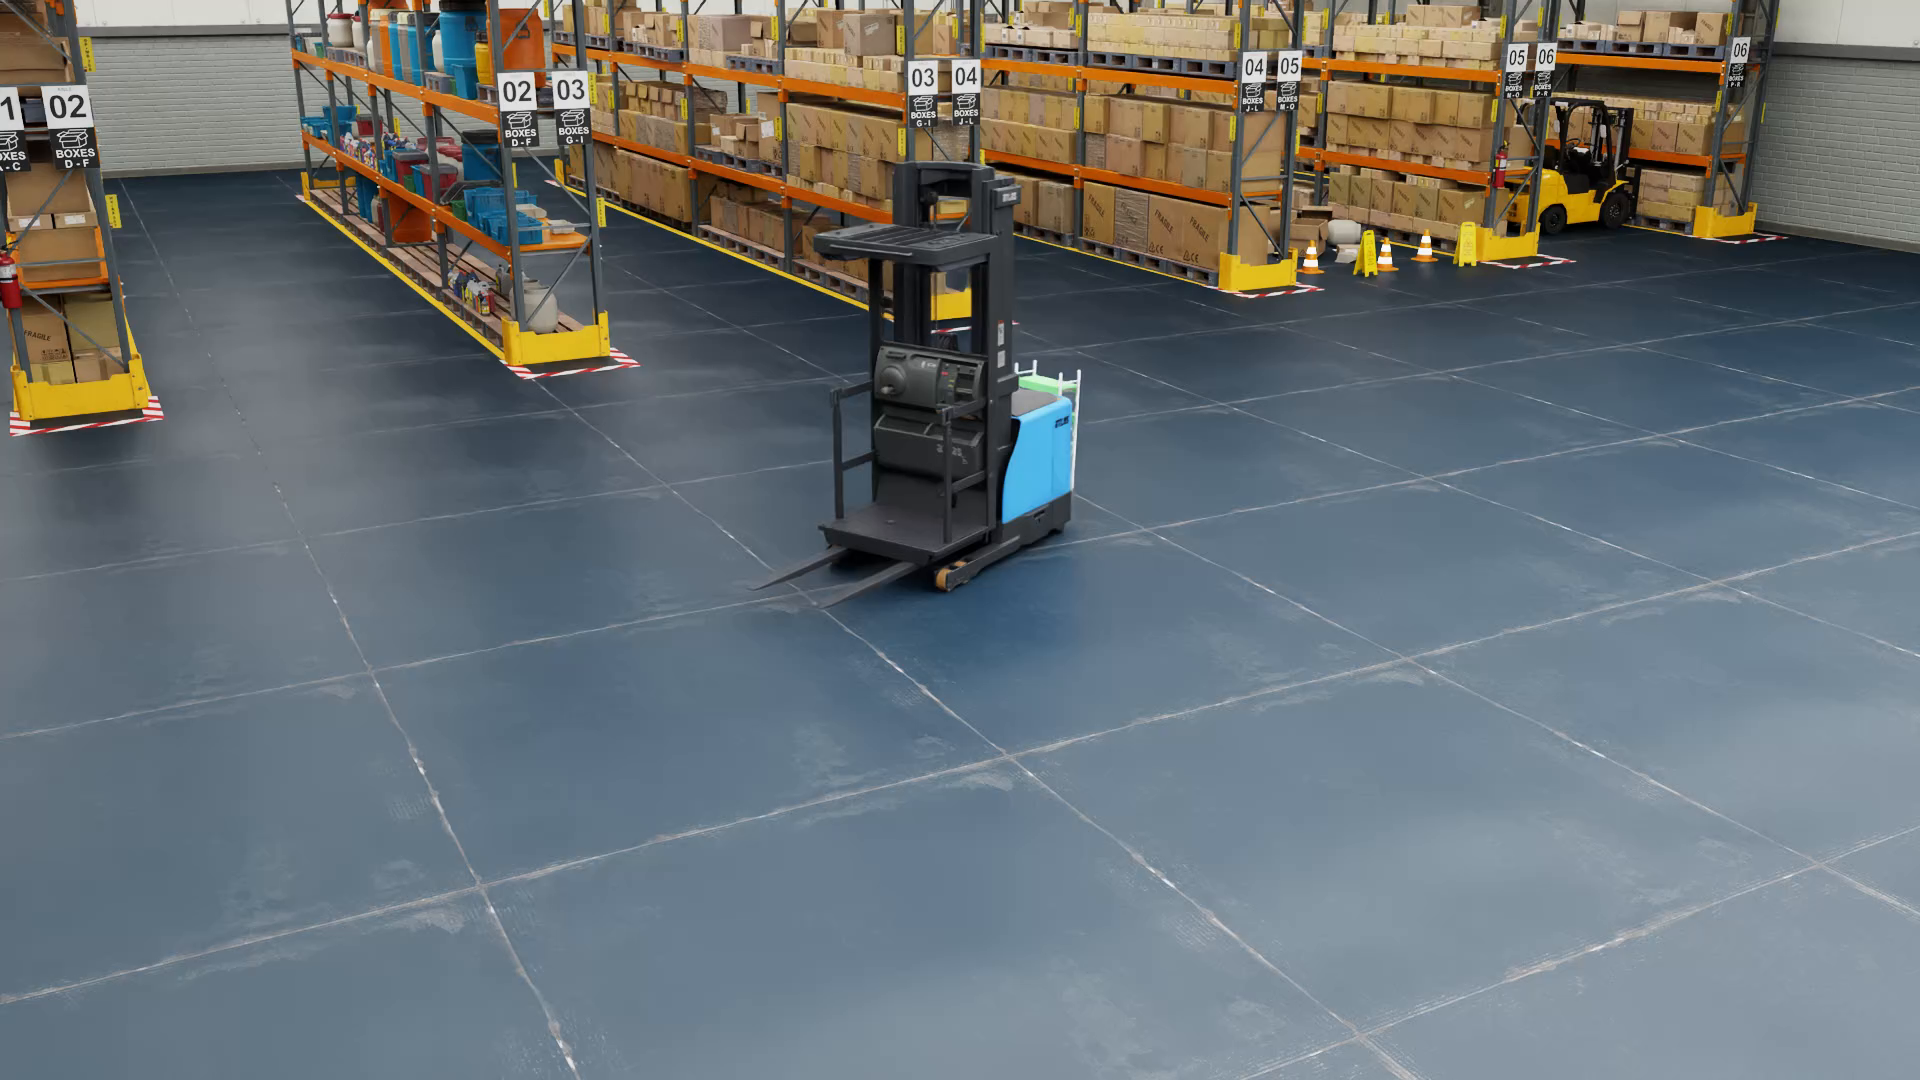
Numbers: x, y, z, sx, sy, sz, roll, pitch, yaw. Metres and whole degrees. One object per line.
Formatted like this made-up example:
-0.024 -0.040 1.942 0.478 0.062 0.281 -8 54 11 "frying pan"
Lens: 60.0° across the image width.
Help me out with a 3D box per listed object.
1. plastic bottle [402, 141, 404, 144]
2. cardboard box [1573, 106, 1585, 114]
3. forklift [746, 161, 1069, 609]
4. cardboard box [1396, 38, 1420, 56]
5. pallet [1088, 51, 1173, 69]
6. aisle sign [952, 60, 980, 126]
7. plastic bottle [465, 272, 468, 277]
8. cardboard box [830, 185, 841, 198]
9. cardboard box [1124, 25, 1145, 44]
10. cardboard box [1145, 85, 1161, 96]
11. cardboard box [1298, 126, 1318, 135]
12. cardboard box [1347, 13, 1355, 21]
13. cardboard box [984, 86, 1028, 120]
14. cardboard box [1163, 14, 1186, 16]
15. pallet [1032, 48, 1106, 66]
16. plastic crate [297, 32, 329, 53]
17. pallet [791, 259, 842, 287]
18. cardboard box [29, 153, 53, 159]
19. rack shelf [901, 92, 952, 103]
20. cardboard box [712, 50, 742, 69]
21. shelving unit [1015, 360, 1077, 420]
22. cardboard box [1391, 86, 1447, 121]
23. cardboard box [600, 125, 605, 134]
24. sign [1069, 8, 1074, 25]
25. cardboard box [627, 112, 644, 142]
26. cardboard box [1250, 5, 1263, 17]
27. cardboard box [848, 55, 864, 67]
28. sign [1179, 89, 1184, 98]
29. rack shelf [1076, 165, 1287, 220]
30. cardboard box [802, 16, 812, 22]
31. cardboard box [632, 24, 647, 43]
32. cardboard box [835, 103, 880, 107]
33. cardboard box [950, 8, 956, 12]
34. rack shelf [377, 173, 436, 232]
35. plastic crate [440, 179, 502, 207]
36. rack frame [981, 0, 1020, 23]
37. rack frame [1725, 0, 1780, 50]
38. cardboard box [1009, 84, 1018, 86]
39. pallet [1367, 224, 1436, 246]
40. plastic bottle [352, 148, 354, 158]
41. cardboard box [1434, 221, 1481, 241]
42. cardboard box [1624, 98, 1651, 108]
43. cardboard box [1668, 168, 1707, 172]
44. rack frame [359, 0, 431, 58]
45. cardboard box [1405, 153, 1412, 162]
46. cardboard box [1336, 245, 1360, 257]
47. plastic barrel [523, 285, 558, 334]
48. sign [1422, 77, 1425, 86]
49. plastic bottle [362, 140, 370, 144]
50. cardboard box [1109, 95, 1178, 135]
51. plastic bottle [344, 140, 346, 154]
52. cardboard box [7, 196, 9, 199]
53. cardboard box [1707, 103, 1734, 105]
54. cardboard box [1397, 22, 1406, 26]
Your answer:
-9.125 -6.403 27.285 0.097 0.271 0.097 0 19 0 "plastic bottle"
11.217 -7.728 29.782 0.380 0.149 0.250 -9 21 -25 "cardboard box"
-0.353 -1.190 12.086 1.121 2.935 3.031 13 23 32 "forklift"
7.296 -7.846 26.445 0.500 0.250 0.500 -10 21 -26 "cardboard box"
2.677 -7.307 25.247 1.003 0.211 1.213 -10 21 -27 "pallet"
0.078 -5.538 20.597 0.394 0.787 0.004 -10 21 -27 "aisle sign"
-6.437 -3.354 21.743 0.061 0.283 0.133 -10 21 -27 "plastic bottle"
-1.554 -4.773 22.750 0.380 0.149 0.250 -10 21 -27 "cardboard box"
2.765 -7.428 24.438 0.500 0.250 0.500 -10 22 -27 "cardboard box"
3.980 -8.886 32.598 0.500 0.500 0.500 -10 21 -26 "cardboard box"
6.119 -7.148 28.990 0.380 0.149 0.250 -10 21 -26 "cardboard box"
8.156 -10.911 34.718 0.380 0.149 0.250 -11 22 -28 "cardboard box"
0.844 -7.561 28.758 0.700 0.500 0.500 -10 22 -27 "cardboard box"
3.234 -7.744 24.741 0.380 0.149 0.250 -10 21 -26 "cardboard box"
1.819 -7.751 26.690 0.805 0.209 1.217 -11 22 -29 "pallet"
-11.689 -9.014 30.151 0.504 0.338 0.767 -10 21 -27 "plastic crate"
-1.765 -3.923 24.177 1.003 0.211 1.213 -10 21 -27 "pallet"
-9.426 -3.709 17.139 0.700 0.500 0.500 -11 22 -28 "cardboard box"
-1.165 -6.025 22.198 0.919 0.124 3.809 -10 21 -27 "rack shelf"
-3.519 -7.456 25.772 0.500 0.250 0.500 -9 21 -26 "cardboard box"
0.684 -0.835 13.688 0.258 1.200 0.492 -14 23 -43 "shelving unit"
7.390 -7.030 26.765 0.700 0.500 0.500 -10 21 -27 "cardboard box"
-6.591 -7.791 31.496 0.380 0.149 0.250 -10 22 -28 "cardboard box"
2.320 -10.874 34.532 0.100 0.325 0.005 -10 21 -27 "sign"
-5.676 -7.458 29.992 0.500 0.500 0.500 -10 21 -27 "cardboard box"
6.723 -11.862 37.317 0.500 0.250 0.500 -10 21 -27 "cardboard box"
-1.233 -6.222 21.584 0.380 0.149 0.250 -11 22 -29 "cardboard box"
4.220 -8.572 31.601 0.100 0.325 0.005 -10 21 -27 "sign"
3.248 -5.254 24.861 1.077 0.370 4.000 -10 21 -27 "rack shelf"
-3.053 -10.687 34.754 0.510 0.500 0.996 -10 21 -26 "cardboard box"
-5.472 -8.971 29.424 0.500 0.311 0.500 -11 22 -29 "cardboard box"
-1.421 -5.859 23.371 0.500 0.500 0.500 -10 21 -27 "cardboard box"
0.048 -9.517 30.189 0.396 0.266 0.258 -10 21 -27 "cardboard box"
-7.424 -4.896 23.823 1.077 0.370 4.000 -10 21 -27 "rack shelf"
-6.337 -4.462 21.559 0.767 0.338 0.504 -10 21 -27 "plastic crate"
0.908 -13.244 37.718 1.000 3.000 0.127 -10 21 -27 "rack frame"
12.872 -9.421 26.639 1.000 3.000 0.127 -10 21 -27 "rack frame"
1.374 -9.984 37.313 0.500 0.500 0.500 -10 21 -27 "cardboard box"
7.540 -5.108 27.609 1.003 0.211 1.213 -10 21 -27 "pallet"
-9.229 -7.035 26.536 0.834 1.955 1.631 -10 21 -27 "plastic bottle"
7.874 -4.911 26.338 0.500 0.250 0.500 -10 21 -27 "cardboard box"
11.783 -7.589 28.923 0.380 0.149 0.250 -10 21 -26 "cardboard box"
12.570 -6.267 28.733 0.500 0.250 0.500 -10 21 -27 "cardboard box"
-8.373 -8.646 24.391 1.000 3.000 0.127 -10 21 -27 "rack frame"
7.431 -6.213 26.922 0.380 0.149 0.250 -10 21 -27 "cardboard box"
6.106 -4.531 26.034 0.380 0.149 0.250 1 19 2 "cardboard box"
-4.954 -2.713 19.565 0.421 0.512 0.421 0 19 0 "plastic barrel"
9.560 -9.516 34.336 0.100 0.325 0.005 -10 21 -27 "sign"
-9.815 -6.465 27.459 0.152 0.276 0.135 -10 21 -27 "plastic bottle"
2.807 -6.498 25.479 0.875 0.550 0.550 -10 21 -27 "cardboard box"
-10.294 -6.629 27.942 0.097 0.271 0.097 0 19 0 "plastic bottle"
-10.023 -3.626 17.893 0.380 0.149 0.250 -10 22 -27 "cardboard box"
12.830 -7.295 28.071 0.380 0.149 0.250 -9 21 -25 "cardboard box"
8.972 -10.288 33.310 0.380 0.166 0.250 -10 21 -27 "cardboard box"
